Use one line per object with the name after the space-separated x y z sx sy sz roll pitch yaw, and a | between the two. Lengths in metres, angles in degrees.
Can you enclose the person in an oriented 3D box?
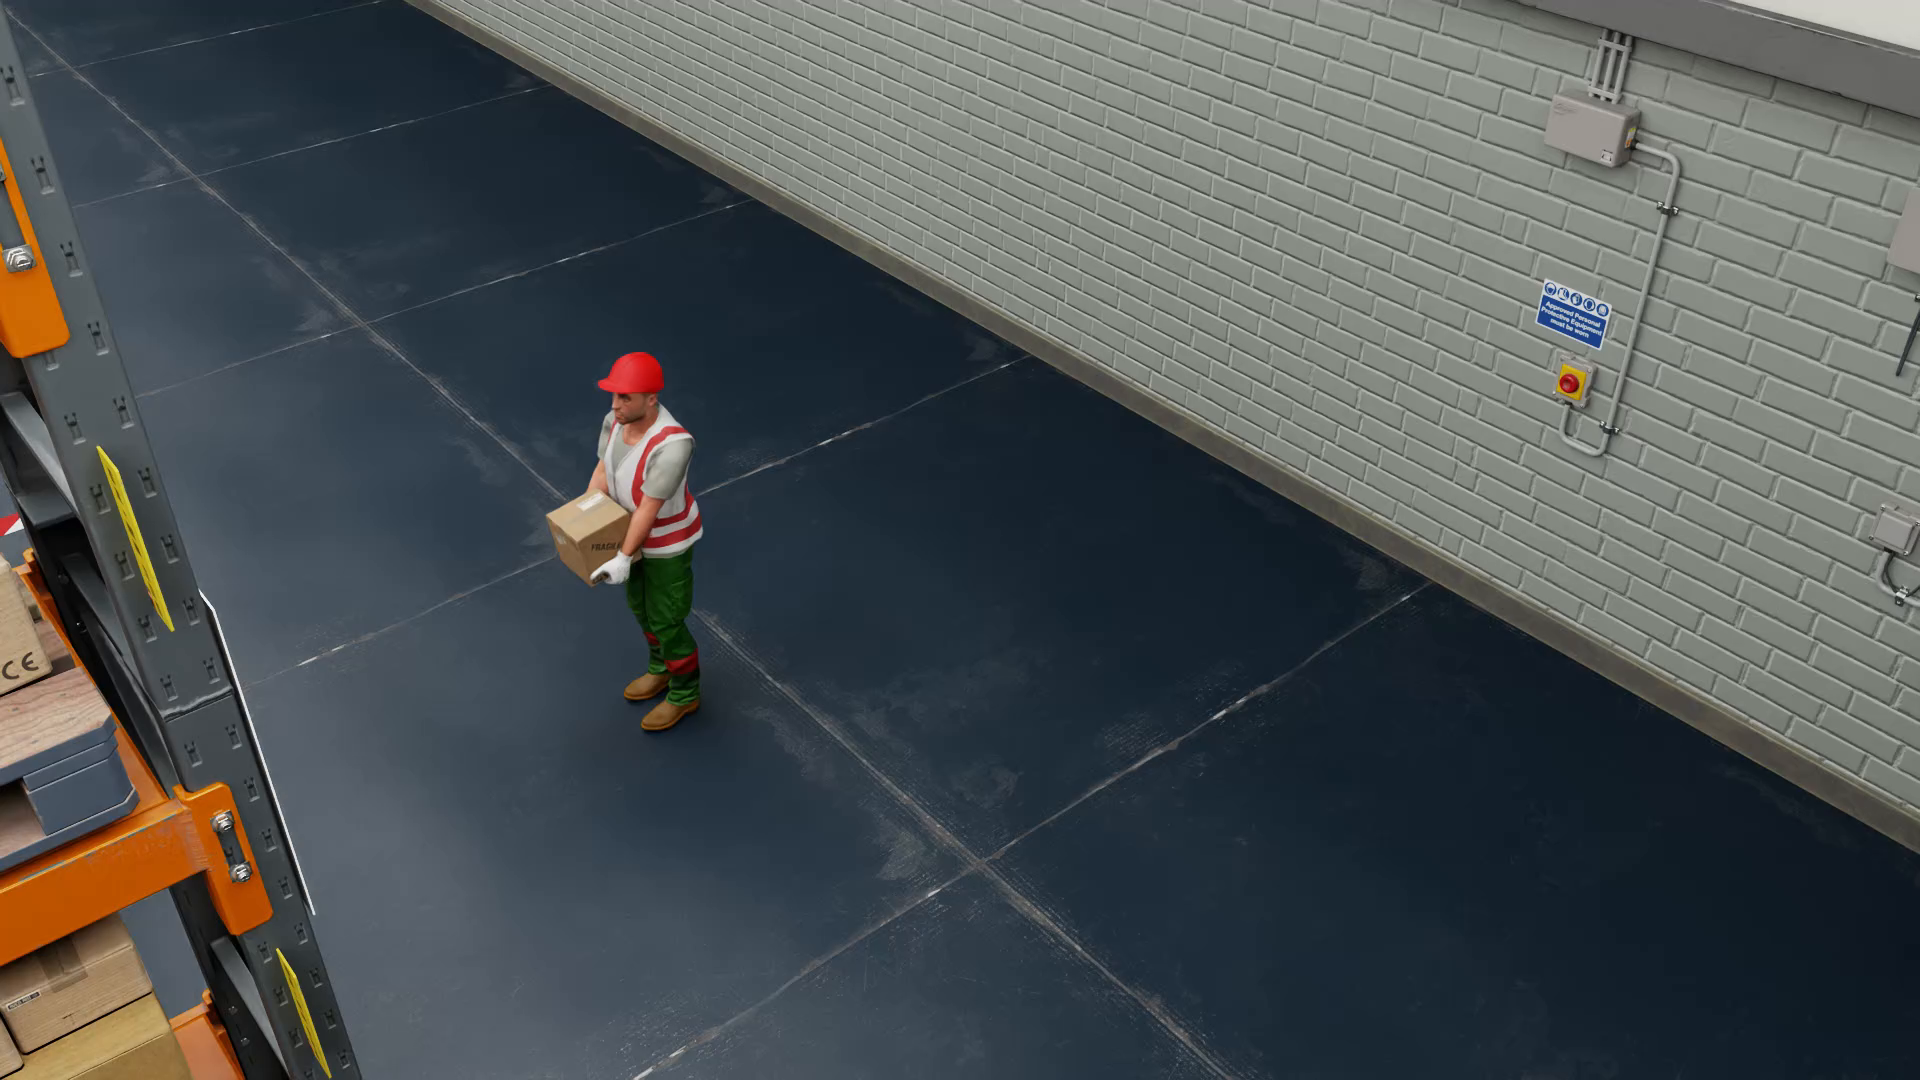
-1.366 0.036 7.008 0.563 1.787 0.495 -27 43 -32 | person
